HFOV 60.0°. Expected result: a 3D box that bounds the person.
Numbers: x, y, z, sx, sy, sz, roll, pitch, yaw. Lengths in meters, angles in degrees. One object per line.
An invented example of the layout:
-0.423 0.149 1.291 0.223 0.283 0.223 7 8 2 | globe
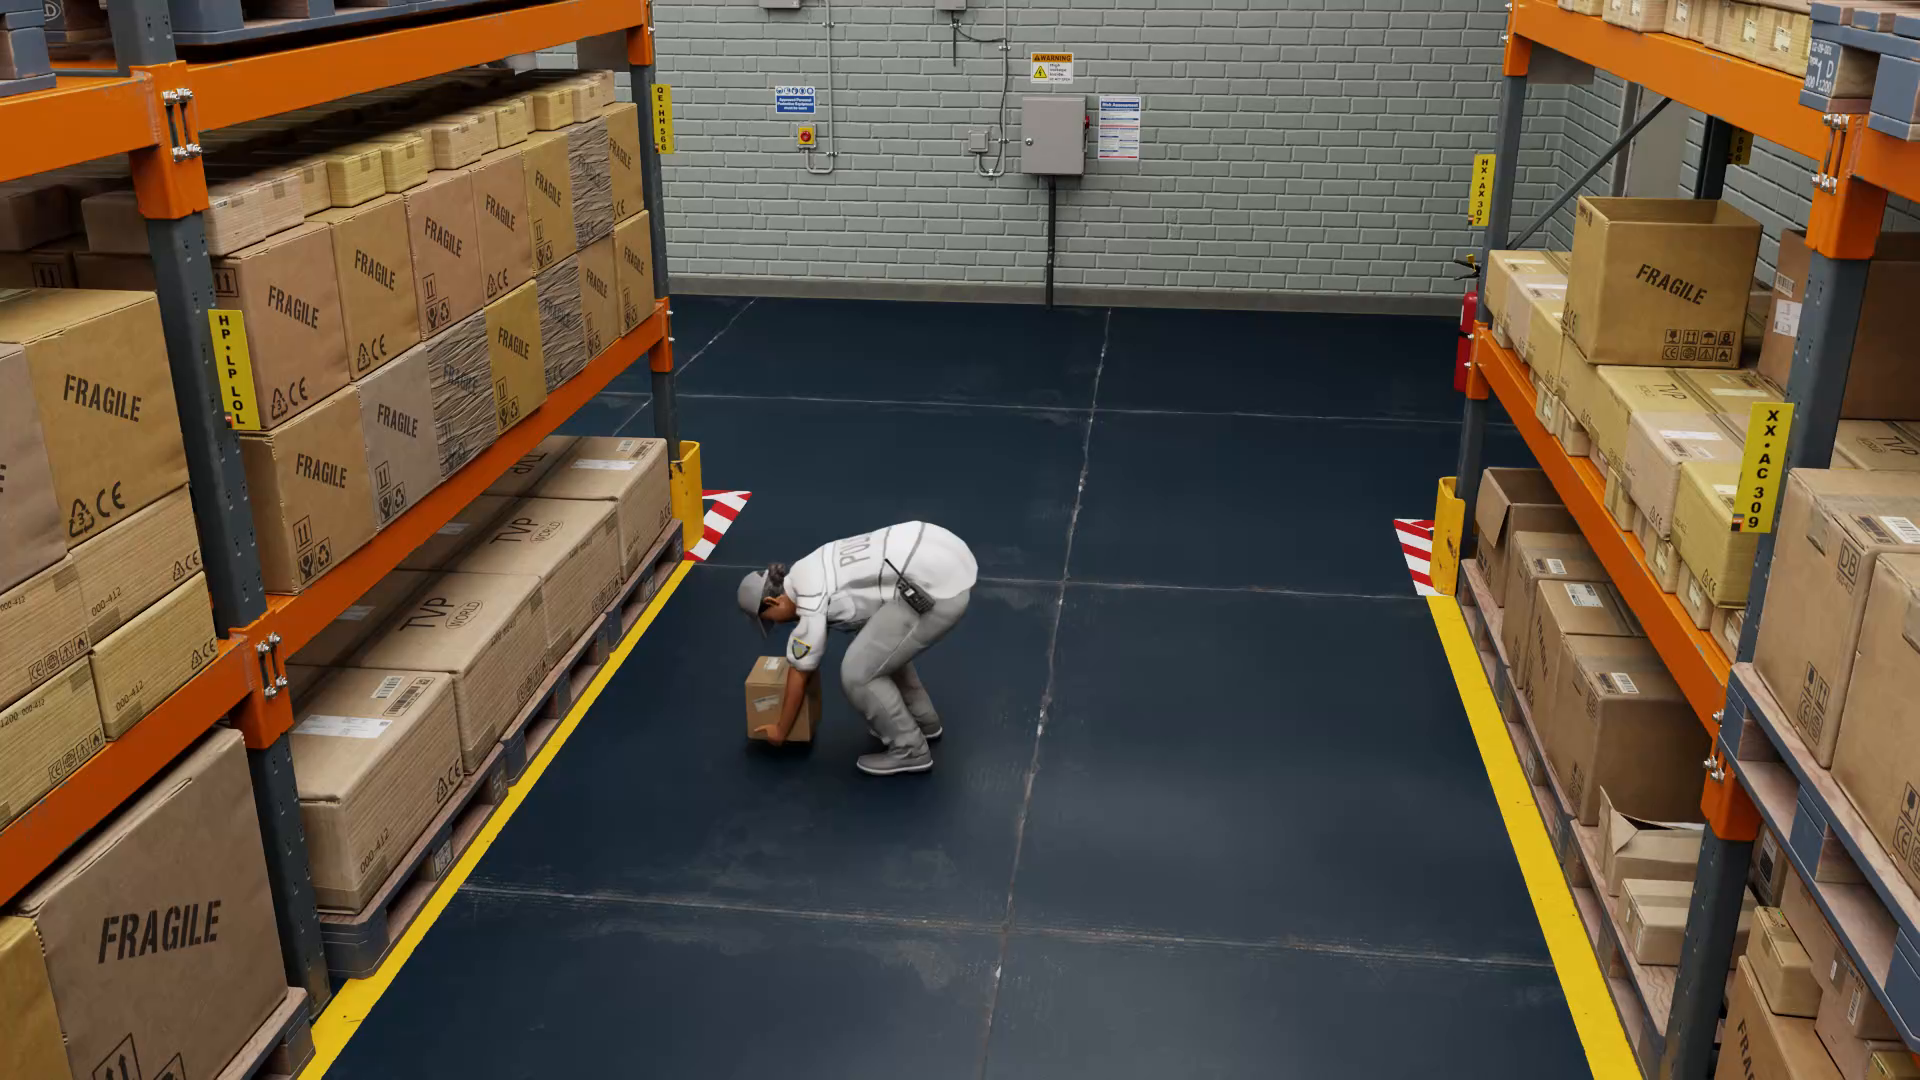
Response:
-0.402 0.406 6.523 0.938 0.953 0.512 1 21 4 | person
